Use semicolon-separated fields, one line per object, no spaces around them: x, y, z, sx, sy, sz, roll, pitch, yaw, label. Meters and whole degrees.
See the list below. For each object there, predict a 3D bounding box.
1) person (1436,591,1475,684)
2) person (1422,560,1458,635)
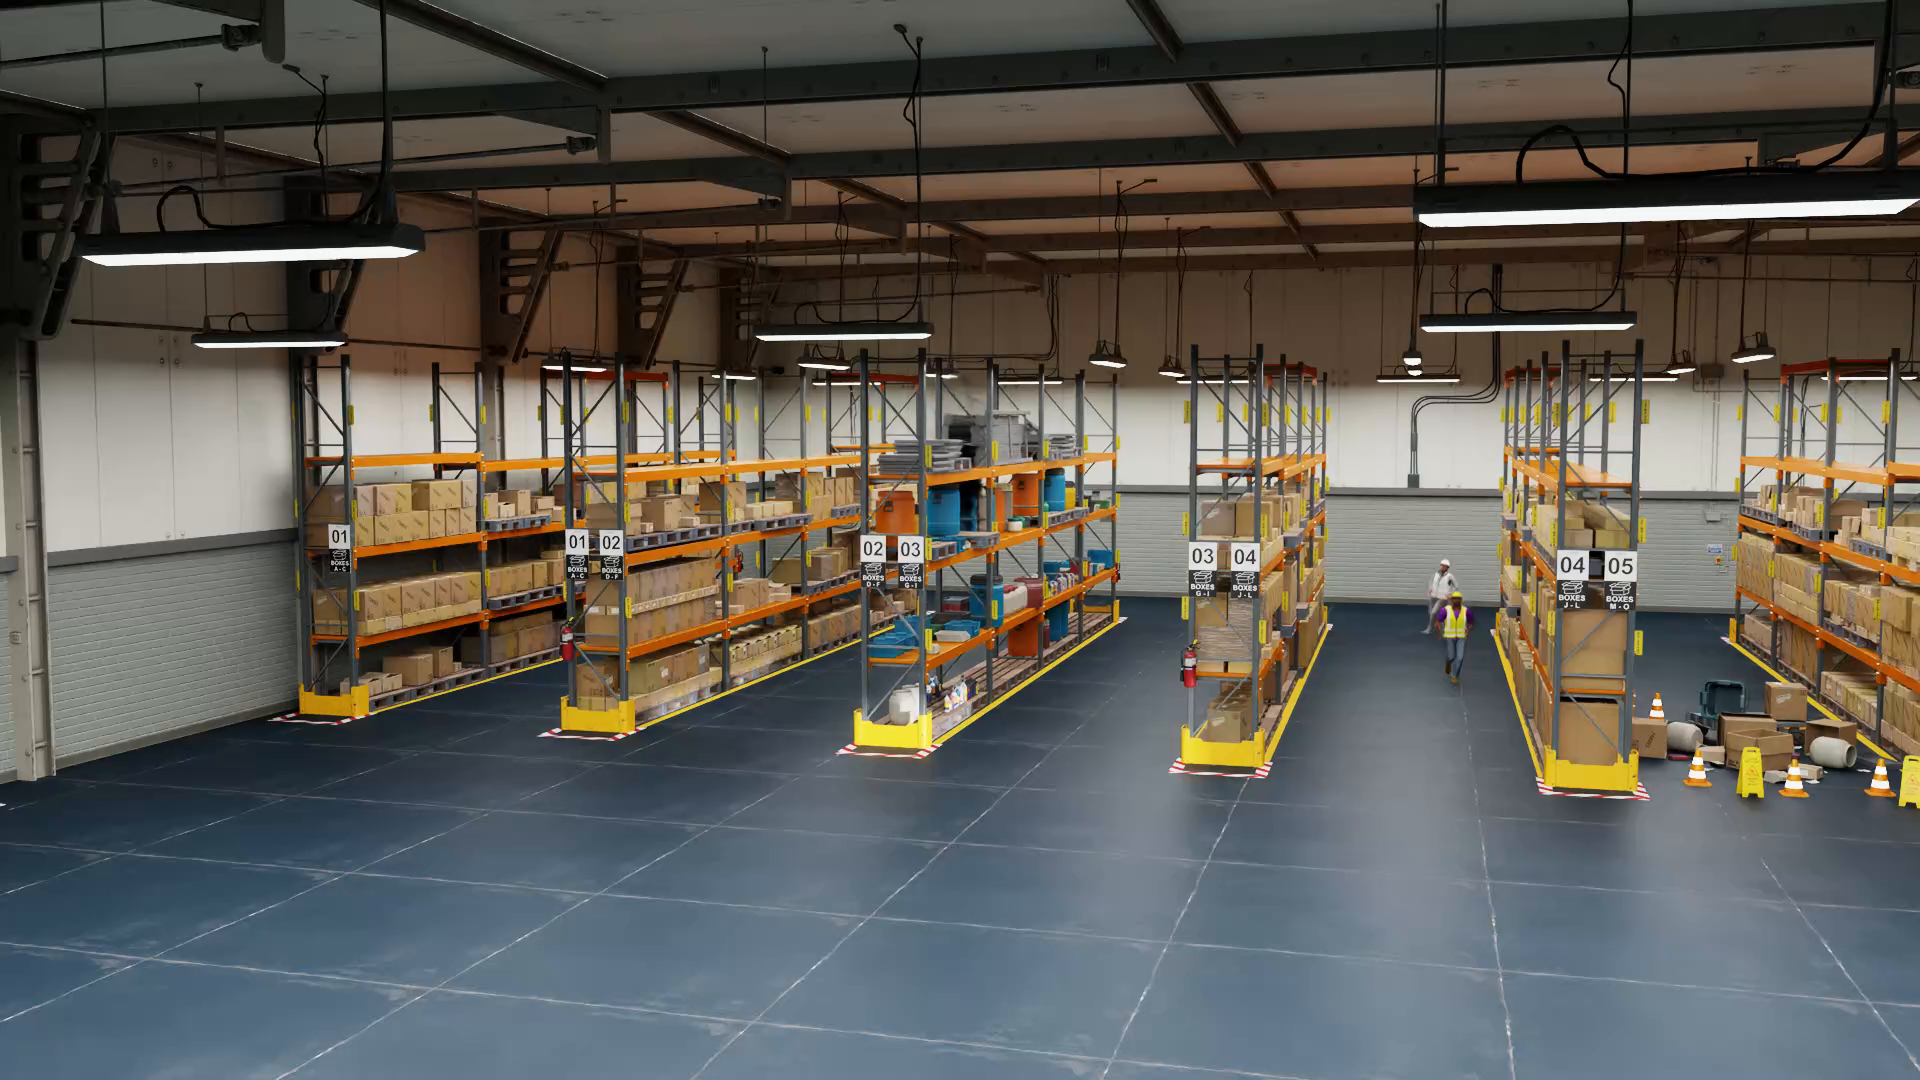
9.265;1.816;31.078;0.701;1.716;0.587;1;4;11;person
10.993;1.301;37.971;0.709;1.715;0.764;4;6;45;person
